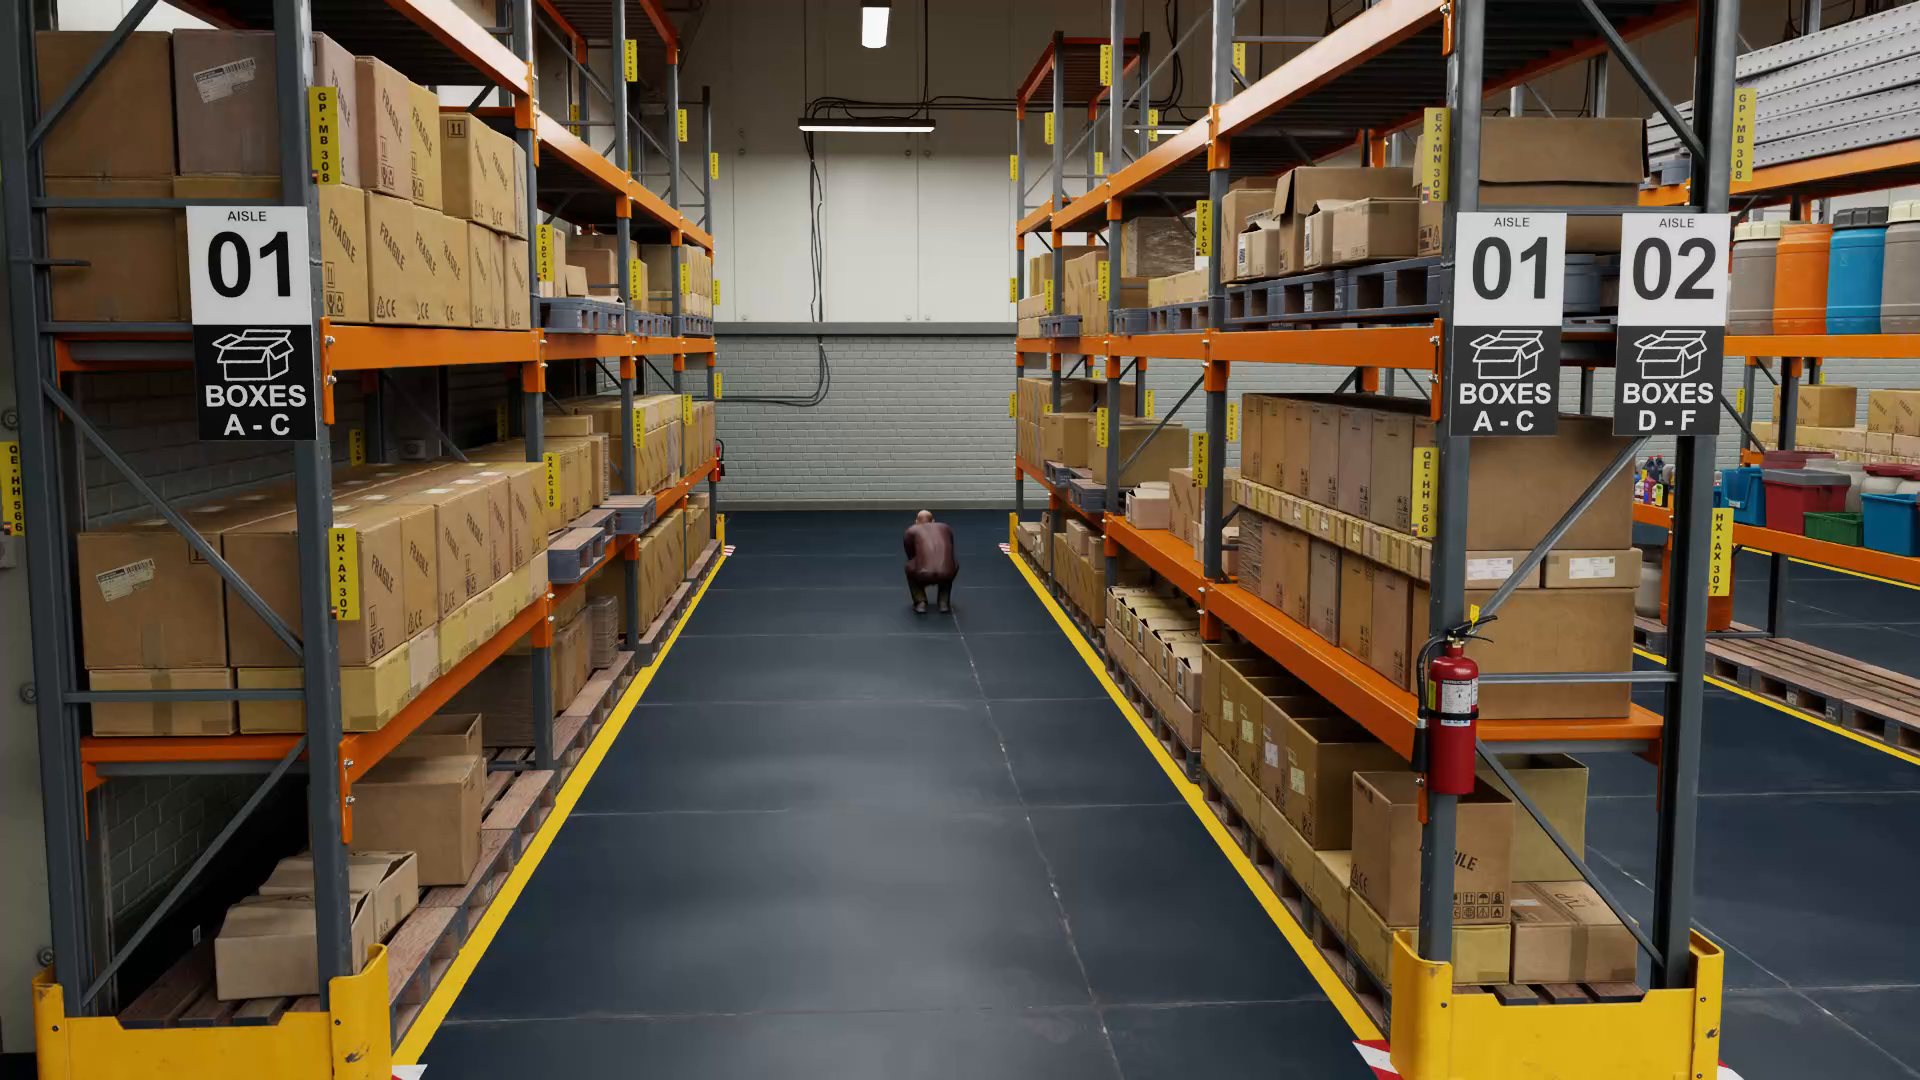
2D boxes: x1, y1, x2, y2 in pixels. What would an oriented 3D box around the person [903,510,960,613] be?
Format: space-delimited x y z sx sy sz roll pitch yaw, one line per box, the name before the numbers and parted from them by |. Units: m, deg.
person | -0.297 0.220 17.286 0.578 1.002 0.920 -1 7 -5
